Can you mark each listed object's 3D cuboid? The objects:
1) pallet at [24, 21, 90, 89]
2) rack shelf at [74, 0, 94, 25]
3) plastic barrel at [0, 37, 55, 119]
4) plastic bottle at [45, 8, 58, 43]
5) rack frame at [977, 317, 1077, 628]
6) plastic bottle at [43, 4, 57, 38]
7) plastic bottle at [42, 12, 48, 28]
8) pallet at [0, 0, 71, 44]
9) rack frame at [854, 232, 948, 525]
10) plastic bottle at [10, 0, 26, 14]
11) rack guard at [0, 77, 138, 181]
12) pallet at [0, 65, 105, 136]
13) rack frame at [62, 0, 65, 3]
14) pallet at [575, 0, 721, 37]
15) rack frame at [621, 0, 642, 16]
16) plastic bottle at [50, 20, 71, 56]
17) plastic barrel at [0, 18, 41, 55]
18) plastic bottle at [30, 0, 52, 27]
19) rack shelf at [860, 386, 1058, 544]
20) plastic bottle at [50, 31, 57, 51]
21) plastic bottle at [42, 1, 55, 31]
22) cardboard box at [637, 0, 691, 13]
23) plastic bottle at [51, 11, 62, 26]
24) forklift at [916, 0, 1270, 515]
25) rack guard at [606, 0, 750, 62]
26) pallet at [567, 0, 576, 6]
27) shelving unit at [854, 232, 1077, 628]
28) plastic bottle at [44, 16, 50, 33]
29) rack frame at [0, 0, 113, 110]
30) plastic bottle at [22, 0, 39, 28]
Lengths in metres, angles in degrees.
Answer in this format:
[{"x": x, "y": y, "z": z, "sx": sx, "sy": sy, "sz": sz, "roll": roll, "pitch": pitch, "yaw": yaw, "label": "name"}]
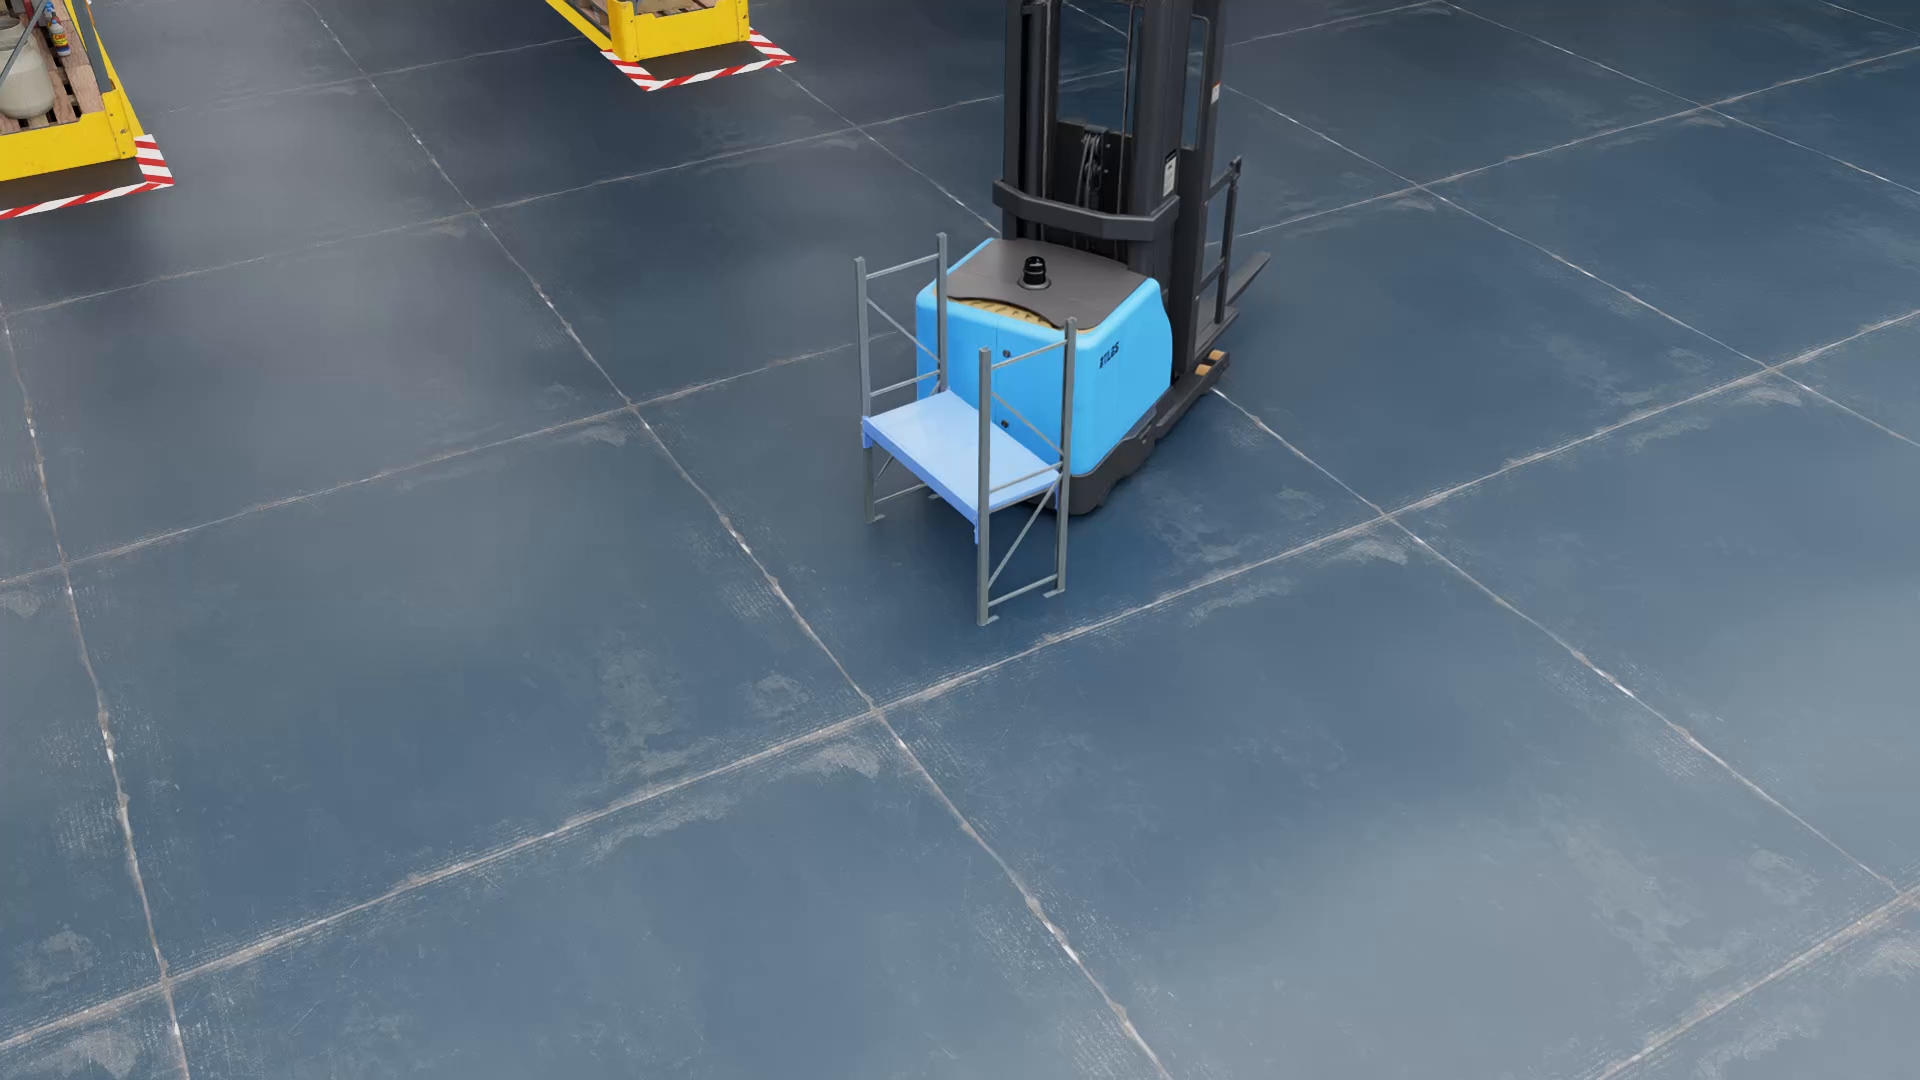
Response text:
[{"x": -7.726, "y": -3.903, "z": 13.643, "sx": 1.003, "sy": 0.211, "sz": 1.213, "roll": -19, "pitch": 40, "yaw": -24, "label": "pallet"}, {"x": -7.640, "y": -4.697, "z": 12.975, "sx": 1.077, "sy": 0.370, "sz": 4.000, "roll": -19, "pitch": 40, "yaw": -24, "label": "rack shelf"}, {"x": -7.032, "y": -3.445, "z": 12.405, "sx": 0.421, "sy": 0.512, "sz": 0.421, "roll": 0, "pitch": 36, "yaw": 0, "label": "plastic barrel"}, {"x": -7.449, "y": -4.235, "z": 13.673, "sx": 0.097, "sy": 0.271, "sz": 0.097, "roll": 0, "pitch": 36, "yaw": 0, "label": "plastic bottle"}, {"x": 0.295, "y": -0.279, "z": 7.588, "sx": 0.500, "sy": 1.500, "sz": 0.032, "roll": -22, "pitch": 41, "yaw": -27, "label": "rack frame"}, {"x": -7.499, "y": -4.286, "z": 13.743, "sx": 0.097, "sy": 0.271, "sz": 0.097, "roll": 0, "pitch": 36, "yaw": 0, "label": "plastic bottle"}, {"x": -7.652, "y": -4.413, "z": 13.976, "sx": 0.097, "sy": 0.201, "sz": 0.097, "roll": 0, "pitch": 36, "yaw": 0, "label": "plastic bottle"}, {"x": -8.343, "y": -4.526, "z": 14.496, "sx": 1.003, "sy": 0.211, "sz": 1.213, "roll": -19, "pitch": 40, "yaw": -24, "label": "pallet"}, {"x": -0.278, "y": -0.774, "z": 8.266, "sx": 0.500, "sy": 1.500, "sz": 0.032, "roll": -22, "pitch": 41, "yaw": -27, "label": "rack frame"}, {"x": -8.091, "y": -4.687, "z": 14.288, "sx": 0.152, "sy": 0.276, "sz": 0.135, "roll": -19, "pitch": 40, "yaw": -24, "label": "plastic bottle"}, {"x": -6.714, "y": -2.983, "z": 12.137, "sx": 1.175, "sy": 0.500, "sz": 0.348, "roll": -19, "pitch": 40, "yaw": -24, "label": "rack guard"}, {"x": -7.118, "y": -3.282, "z": 12.792, "sx": 1.003, "sy": 0.211, "sz": 1.213, "roll": -19, "pitch": 40, "yaw": -24, "label": "pallet"}, {"x": -8.645, "y": -6.007, "z": 14.159, "sx": 1.000, "sy": 3.000, "sz": 0.127, "roll": -19, "pitch": 40, "yaw": -24, "label": "rack frame"}, {"x": -2.768, "y": -4.772, "z": 14.833, "sx": 1.003, "sy": 0.211, "sz": 1.213, "roll": -19, "pitch": 40, "yaw": -24, "label": "pallet"}, {"x": -2.353, "y": -5.435, "z": 13.376, "sx": 1.000, "sy": 3.000, "sz": 0.127, "roll": -19, "pitch": 40, "yaw": -24, "label": "rack frame"}, {"x": -7.277, "y": -4.060, "z": 13.433, "sx": 0.097, "sy": 0.271, "sz": 0.097, "roll": 0, "pitch": 36, "yaw": 0, "label": "plastic bottle"}, {"x": -7.284, "y": -3.701, "z": 12.755, "sx": 0.421, "sy": 0.512, "sz": 0.421, "roll": 0, "pitch": 36, "yaw": 0, "label": "plastic barrel"}, {"x": -7.735, "y": -4.495, "z": 14.025, "sx": 0.152, "sy": 0.276, "sz": 0.135, "roll": -18, "pitch": 40, "yaw": -23, "label": "plastic bottle"}, {"x": 0.009, "y": -0.381, "z": 8.033, "sx": 0.538, "sy": 0.185, "sz": 1.000, "roll": -22, "pitch": 41, "yaw": -27, "label": "rack shelf"}, {"x": -7.329, "y": -4.085, "z": 13.526, "sx": 0.097, "sy": 0.201, "sz": 0.097, "roll": 0, "pitch": 36, "yaw": 0, "label": "plastic bottle"}, {"x": -7.601, "y": -4.389, "z": 13.884, "sx": 0.097, "sy": 0.271, "sz": 0.097, "roll": 0, "pitch": 36, "yaw": 0, "label": "plastic bottle"}, {"x": -2.652, "y": -4.919, "z": 14.432, "sx": 0.500, "sy": 0.500, "sz": 0.500, "roll": -12, "pitch": 38, "yaw": -16, "label": "cardboard box"}, {"x": -7.375, "y": -4.186, "z": 13.595, "sx": 0.061, "sy": 0.283, "sz": 0.133, "roll": -18, "pitch": 40, "yaw": -23, "label": "plastic bottle"}, {"x": 0.933, "y": -2.158, "z": 8.947, "sx": 1.130, "sy": 2.935, "sz": 3.031, "roll": 19, "pitch": 40, "yaw": 24, "label": "forklift"}, {"x": -2.391, "y": -4.464, "z": 14.166, "sx": 1.175, "sy": 0.500, "sz": 0.348, "roll": -19, "pitch": 40, "yaw": -24, "label": "rack guard"}, {"x": -3.377, "y": -5.394, "z": 15.684, "sx": 1.003, "sy": 0.211, "sz": 1.213, "roll": -19, "pitch": 40, "yaw": -24, "label": "pallet"}, {"x": 0.009, "y": -0.527, "z": 7.927, "sx": 0.538, "sy": 1.500, "sz": 1.048, "roll": -22, "pitch": 41, "yaw": -27, "label": "shelving unit"}, {"x": -7.549, "y": -4.308, "z": 13.832, "sx": 0.097, "sy": 0.201, "sz": 0.097, "roll": 0, "pitch": 36, "yaw": 0, "label": "plastic bottle"}, {"x": -6.635, "y": -3.967, "z": 11.366, "sx": 1.000, "sy": 3.000, "sz": 0.127, "roll": -19, "pitch": 40, "yaw": -24, "label": "rack frame"}, {"x": -7.827, "y": -4.466, "z": 13.979, "sx": 0.061, "sy": 0.283, "sz": 0.133, "roll": -19, "pitch": 40, "yaw": -24, "label": "plastic bottle"}]
